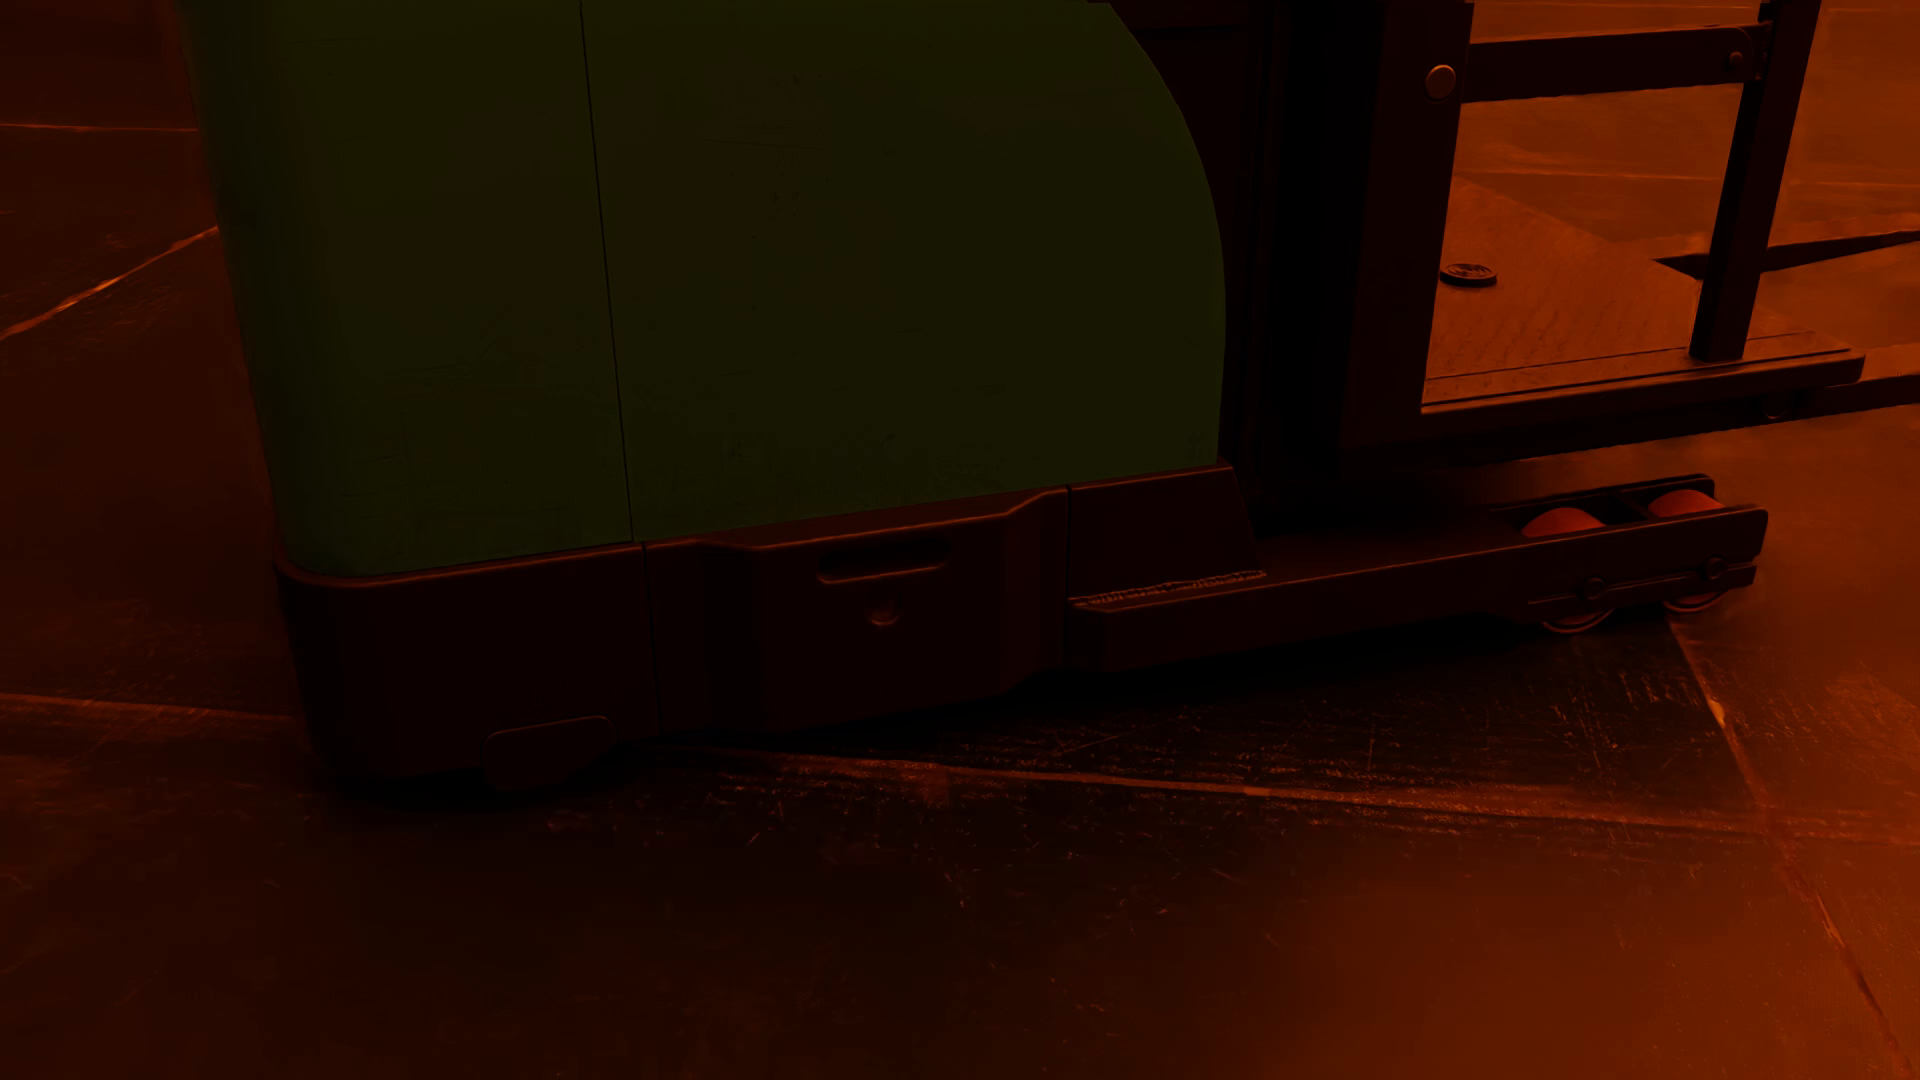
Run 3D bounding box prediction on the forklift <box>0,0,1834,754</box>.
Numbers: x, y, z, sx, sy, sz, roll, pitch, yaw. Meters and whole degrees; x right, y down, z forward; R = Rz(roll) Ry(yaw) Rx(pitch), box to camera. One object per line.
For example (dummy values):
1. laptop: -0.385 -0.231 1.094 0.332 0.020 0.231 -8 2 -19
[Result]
1. forklift: -0.617 -1.293 1.808 3.031 2.935 1.130 0 27 1
